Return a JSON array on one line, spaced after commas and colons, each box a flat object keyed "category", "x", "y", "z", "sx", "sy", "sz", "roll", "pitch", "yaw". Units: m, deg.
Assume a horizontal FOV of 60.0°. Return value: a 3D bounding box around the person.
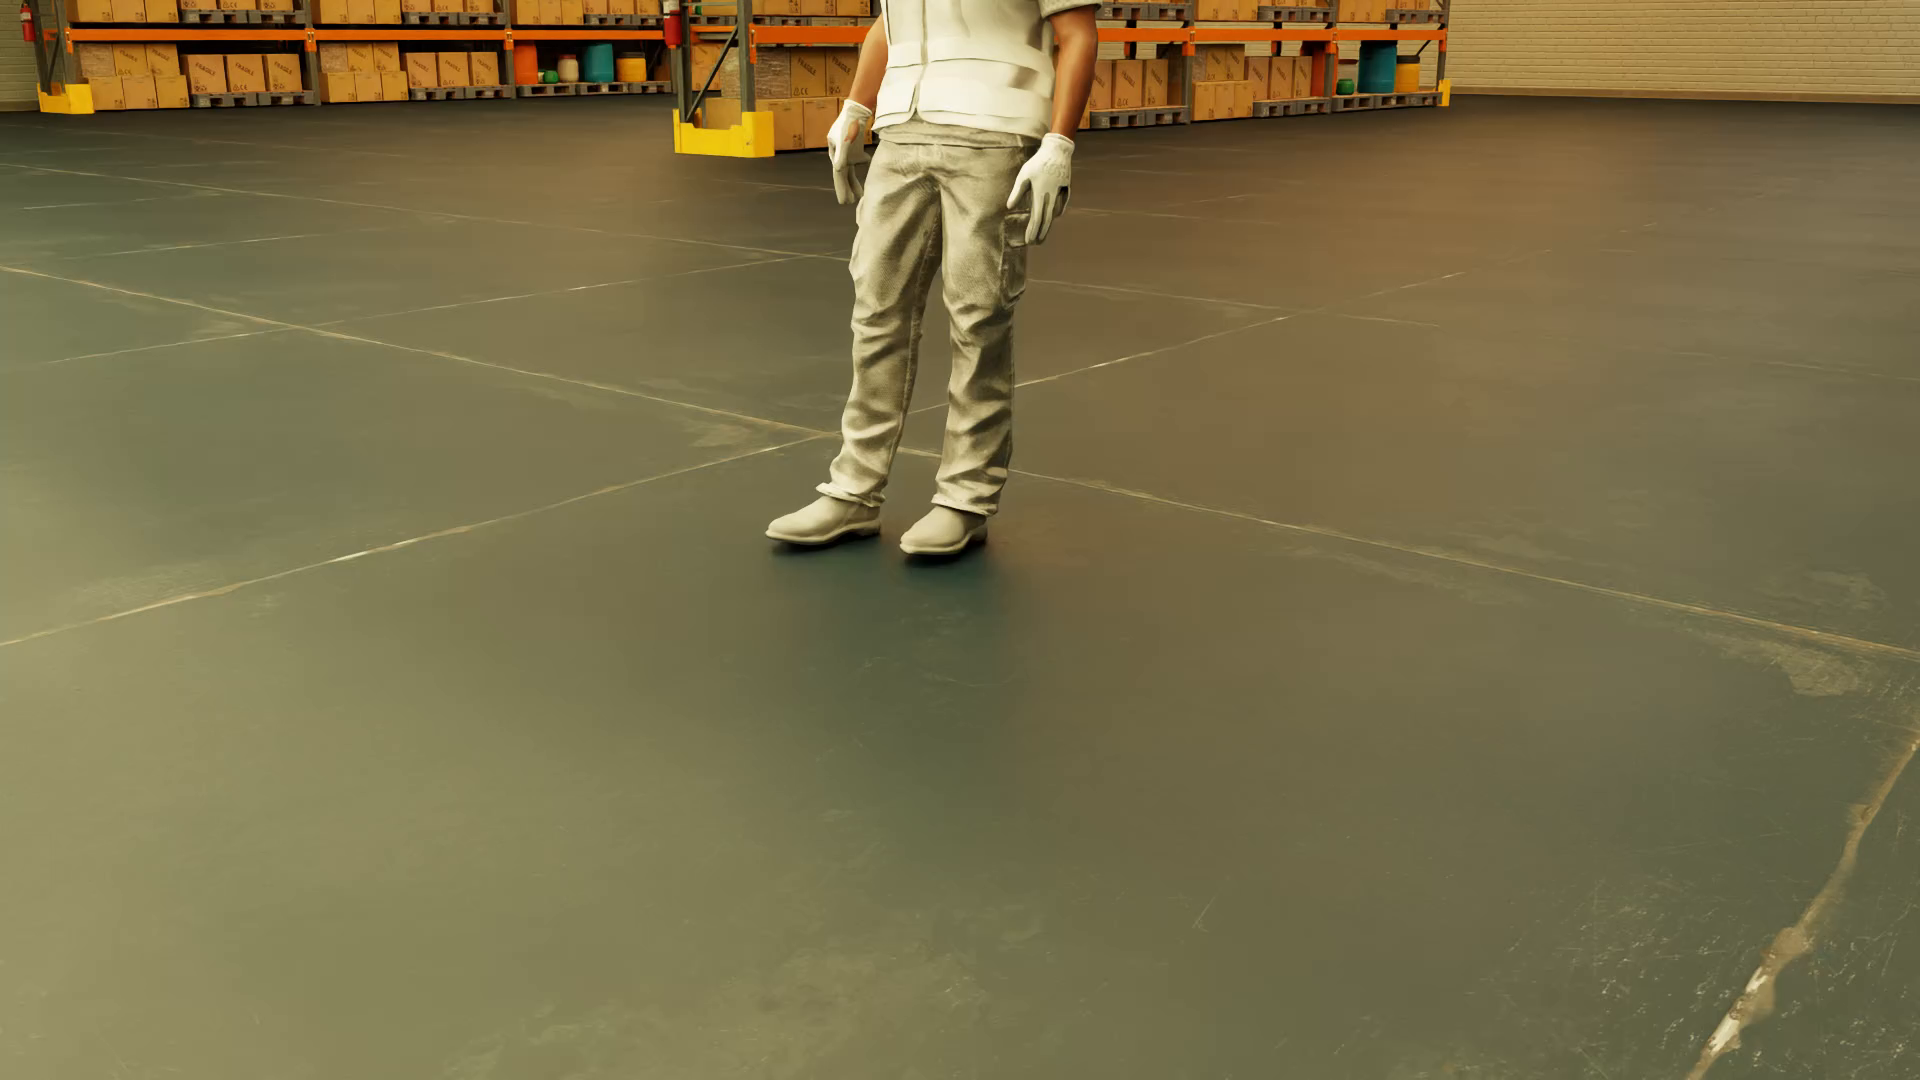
[{"category": "person", "x": -0.053, "y": -0.846, "z": 3.633, "sx": 0.656, "sy": 1.782, "sz": 0.576, "roll": 13, "pitch": 21, "yaw": 37}]
